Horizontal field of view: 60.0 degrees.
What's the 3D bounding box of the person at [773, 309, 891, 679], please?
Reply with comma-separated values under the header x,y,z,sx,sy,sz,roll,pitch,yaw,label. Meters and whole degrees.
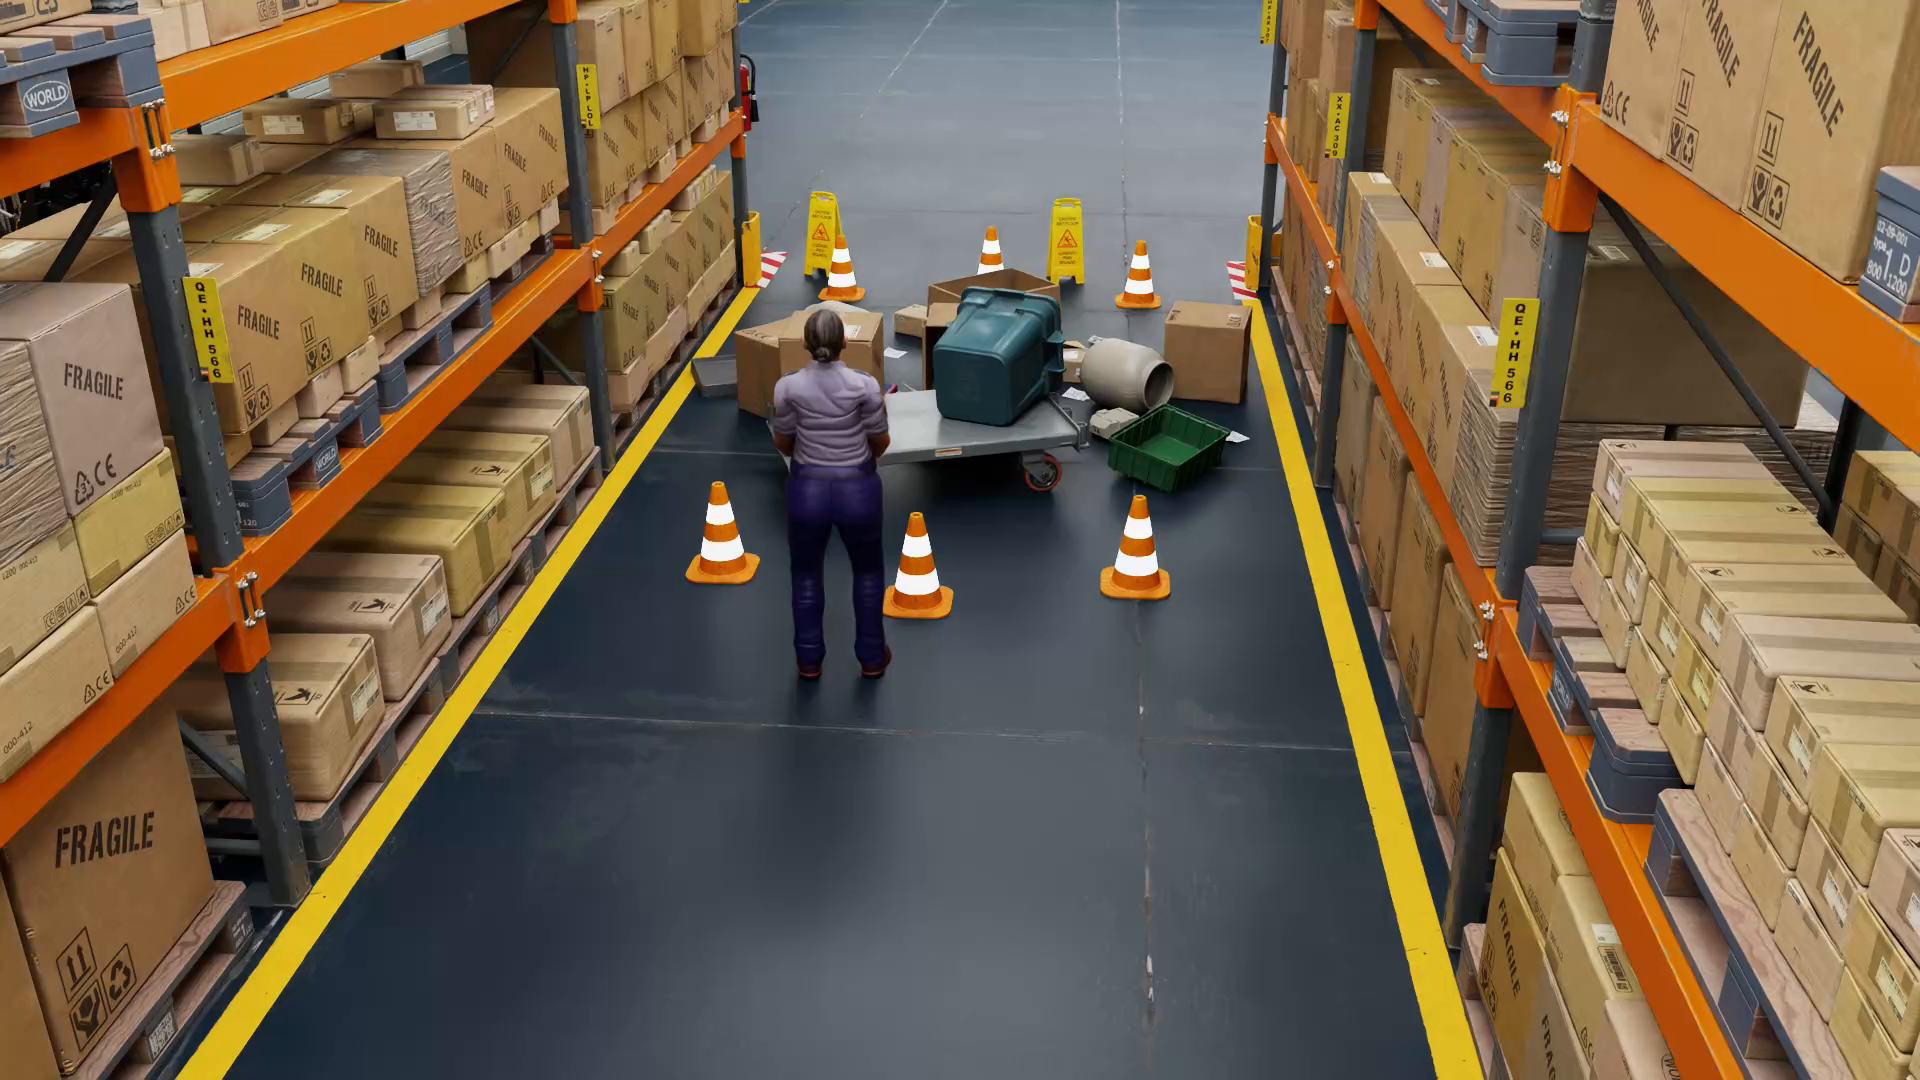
x,y,z,sx,sy,sz,roll,pitch,yaw,label
-0.531,-0.207,7.065,0.480,1.652,0.498,0,25,0,person
